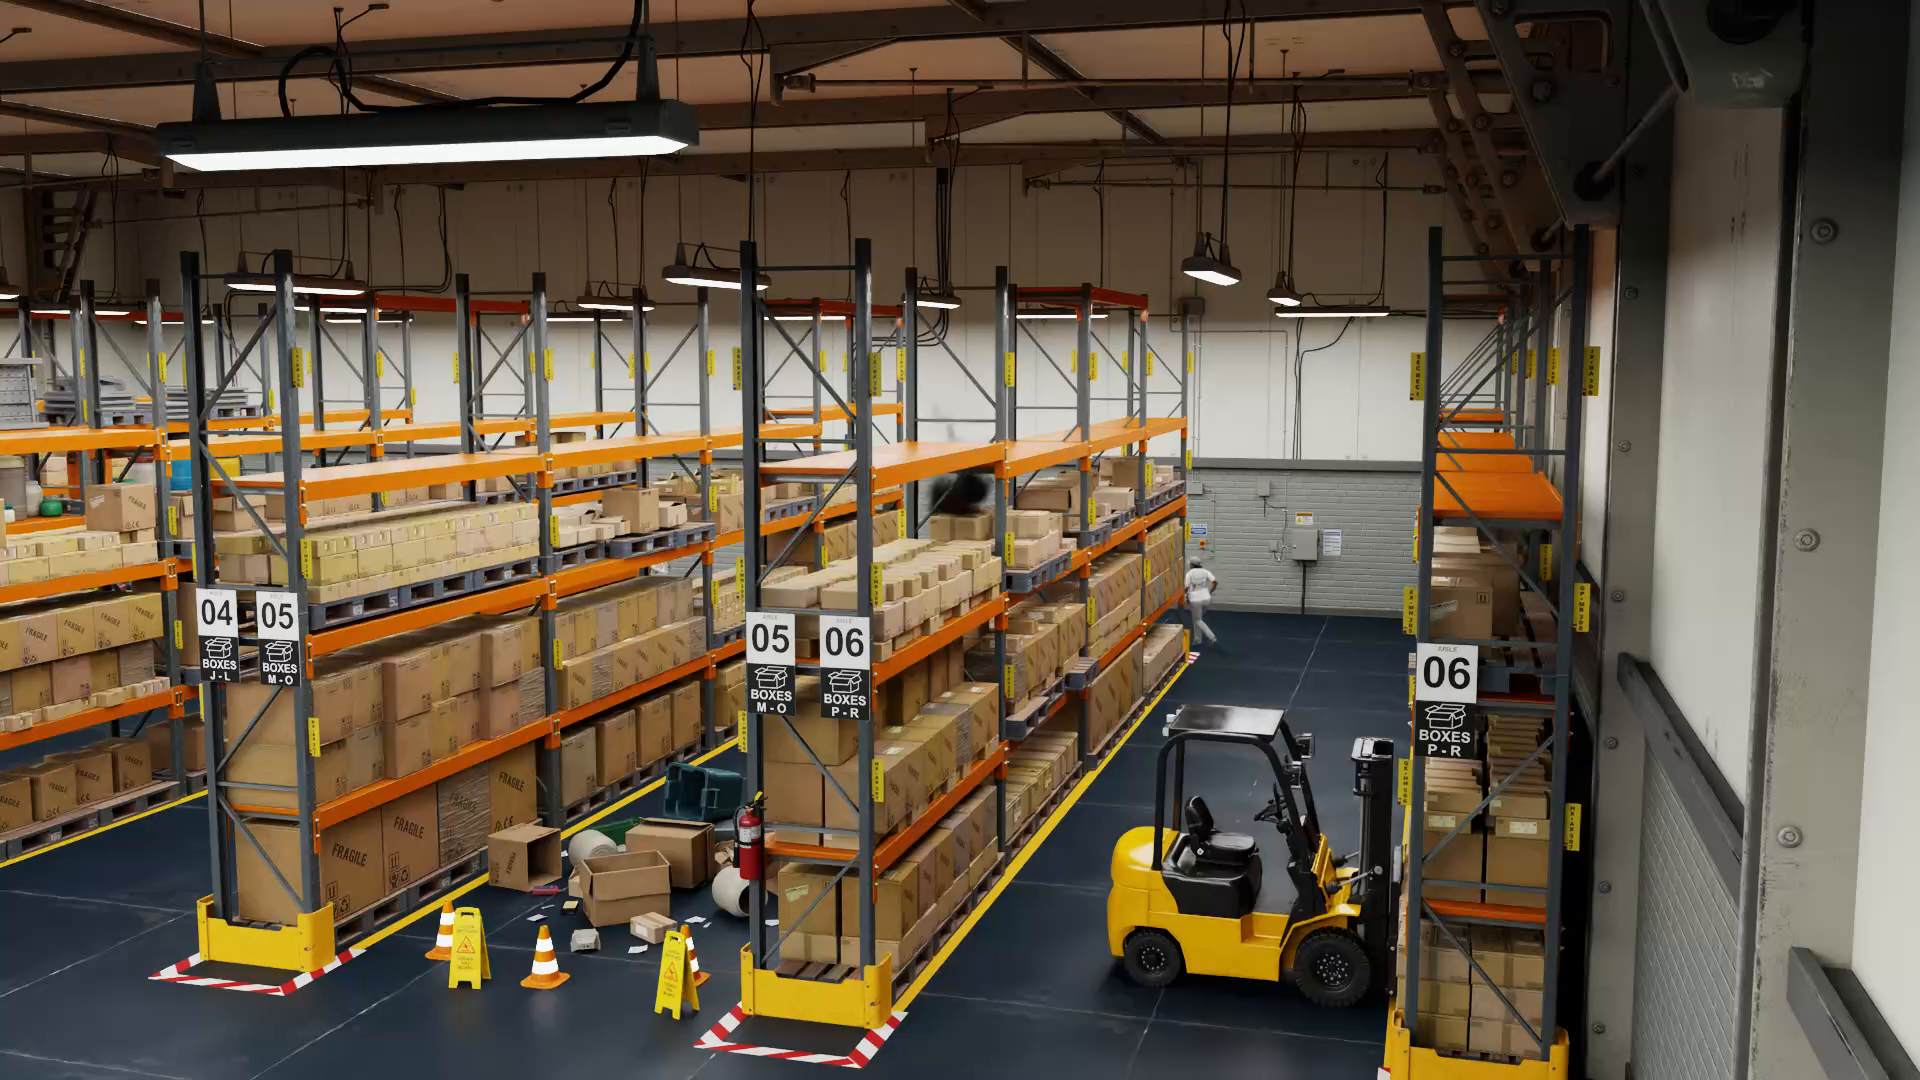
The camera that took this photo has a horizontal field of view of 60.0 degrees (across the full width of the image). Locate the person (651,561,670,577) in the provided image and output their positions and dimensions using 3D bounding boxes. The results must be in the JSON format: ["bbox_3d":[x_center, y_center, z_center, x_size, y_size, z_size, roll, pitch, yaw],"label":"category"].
[{"bbox_3d":[-5.844,0.729,32.151,0.795,1.671,0.637,3,7,25],"label":"person"}]

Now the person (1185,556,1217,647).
[{"bbox_3d":[4.152,1.107,29.089,0.616,1.667,0.808,-4,8,-32],"label":"person"}]
